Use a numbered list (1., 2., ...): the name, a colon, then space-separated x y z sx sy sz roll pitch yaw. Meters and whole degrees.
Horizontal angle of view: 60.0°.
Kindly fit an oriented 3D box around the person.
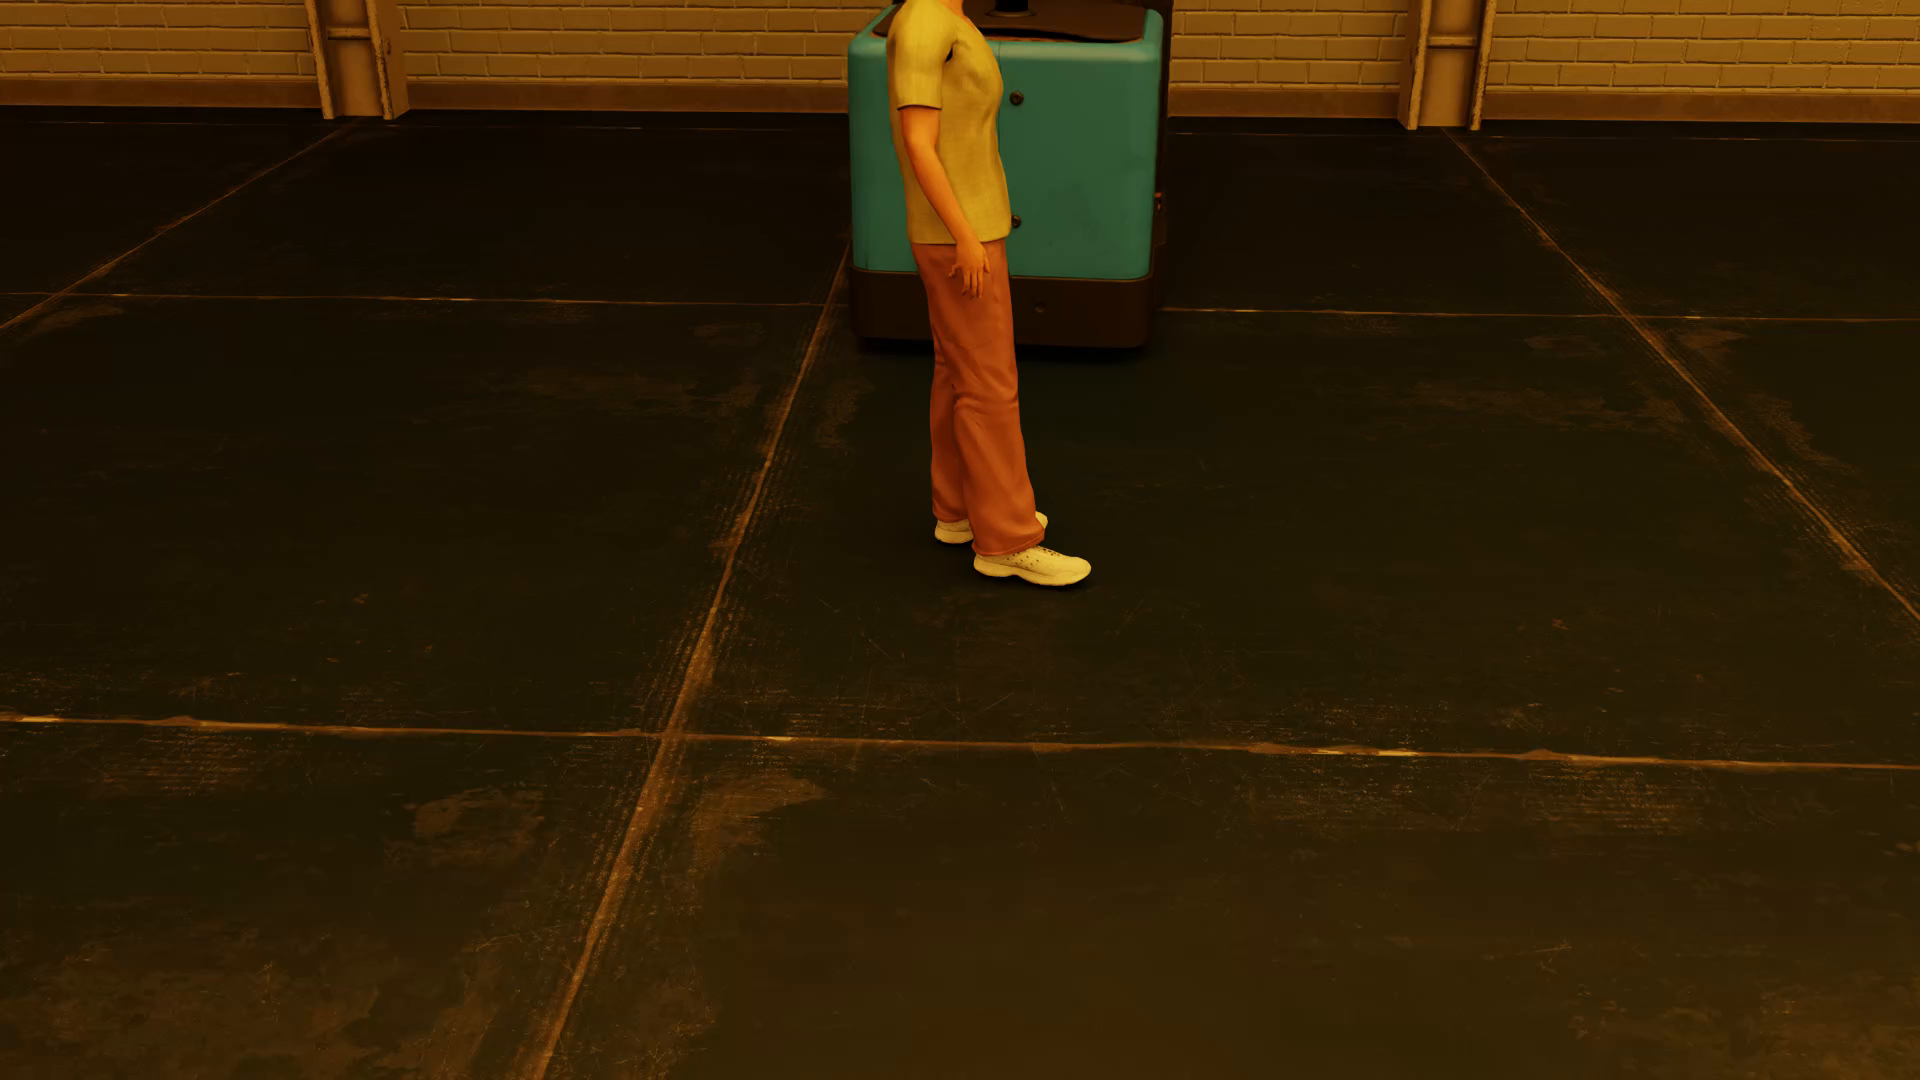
1. person: 0.073 -0.751 4.134 0.548 1.674 0.552 1 26 2

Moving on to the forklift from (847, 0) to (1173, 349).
1. forklift: 0.310 -2.591 6.461 1.130 2.935 3.031 3 26 6
